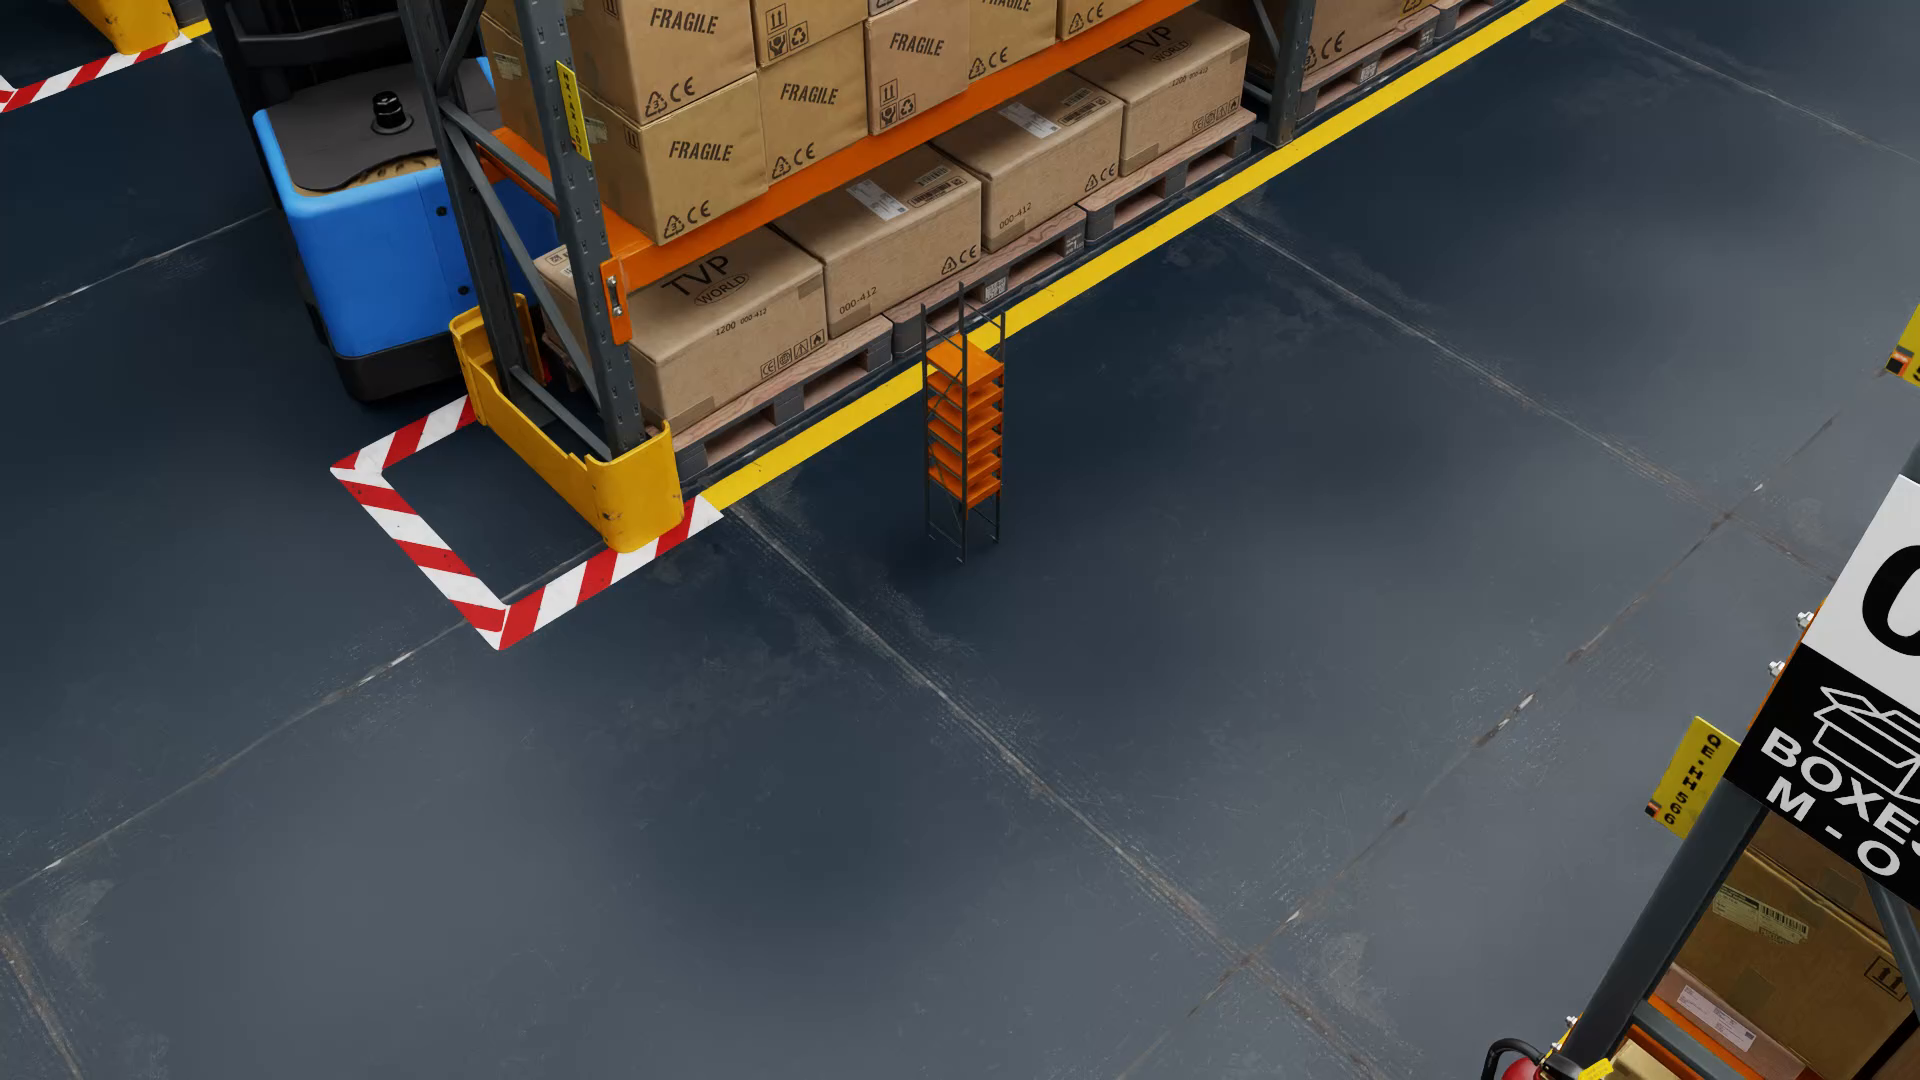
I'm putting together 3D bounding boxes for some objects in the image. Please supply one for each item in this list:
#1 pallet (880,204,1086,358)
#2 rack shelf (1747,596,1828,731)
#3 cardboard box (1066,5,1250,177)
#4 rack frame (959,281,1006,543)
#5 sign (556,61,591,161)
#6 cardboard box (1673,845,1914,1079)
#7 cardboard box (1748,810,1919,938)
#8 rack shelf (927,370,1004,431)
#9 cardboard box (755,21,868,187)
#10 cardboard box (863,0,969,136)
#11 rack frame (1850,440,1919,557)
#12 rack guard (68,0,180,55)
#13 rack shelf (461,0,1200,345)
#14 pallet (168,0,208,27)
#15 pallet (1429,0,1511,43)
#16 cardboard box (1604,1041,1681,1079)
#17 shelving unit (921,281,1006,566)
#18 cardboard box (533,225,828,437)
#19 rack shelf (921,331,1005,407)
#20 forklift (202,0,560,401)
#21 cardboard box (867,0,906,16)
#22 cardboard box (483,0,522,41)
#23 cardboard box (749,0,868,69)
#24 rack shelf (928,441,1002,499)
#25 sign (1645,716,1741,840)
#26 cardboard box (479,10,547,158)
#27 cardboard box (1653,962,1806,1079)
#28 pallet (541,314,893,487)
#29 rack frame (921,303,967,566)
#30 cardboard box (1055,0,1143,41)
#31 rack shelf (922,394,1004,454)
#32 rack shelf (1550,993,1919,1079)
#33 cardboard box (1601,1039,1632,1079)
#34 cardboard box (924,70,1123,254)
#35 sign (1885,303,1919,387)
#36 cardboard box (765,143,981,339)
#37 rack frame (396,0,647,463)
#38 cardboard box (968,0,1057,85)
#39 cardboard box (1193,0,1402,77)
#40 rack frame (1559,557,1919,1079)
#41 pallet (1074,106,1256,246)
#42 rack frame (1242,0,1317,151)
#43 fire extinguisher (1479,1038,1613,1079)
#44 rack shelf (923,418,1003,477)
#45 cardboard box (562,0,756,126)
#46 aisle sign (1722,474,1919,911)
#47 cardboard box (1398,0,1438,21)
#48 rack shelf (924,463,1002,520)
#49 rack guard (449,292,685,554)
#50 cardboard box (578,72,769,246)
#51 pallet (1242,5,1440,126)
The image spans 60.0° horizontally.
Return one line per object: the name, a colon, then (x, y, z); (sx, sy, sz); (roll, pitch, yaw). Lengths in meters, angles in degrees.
pallet: (-0.166, -1.449, 7.944); (1.213, 0.211, 1.003); (-34, 56, -27)
rack shelf: (3.277, -0.477, 3.598); (4.000, 0.370, 1.077); (-34, 56, -27)
cardboard box: (0.816, -2.356, 8.341); (0.875, 0.438, 0.875); (-35, 56, -28)
rack frame: (0.078, -0.459, 6.357); (0.006, 1.200, 0.240); (-34, 56, -27)
sign: (-1.238, -1.373, 5.333); (0.005, 0.325, 0.100); (-34, 56, -27)
cardboard box: (1.957, 0.788, 3.712); (0.500, 0.500, 0.500); (-33, 55, -26)
cardboard box: (1.969, 0.449, 3.344); (0.500, 0.500, 0.500); (-35, 56, -28)
rack shelf: (0.011, -0.547, 6.172); (0.180, 0.103, 0.258); (-34, 56, -27)
cardboard box: (-0.703, -1.737, 6.244); (0.500, 0.500, 0.500); (-35, 56, -28)
cardboard box: (-0.315, -1.979, 6.467); (0.500, 0.500, 0.500); (-34, 56, -27)
rack frame: (1.798, -0.750, 1.319); (0.127, 3.000, 1.000); (-34, 56, -27)
rack guard: (-4.893, -3.244, 9.403); (0.348, 0.500, 1.175); (-34, 56, -27)
rack shelf: (-0.127, -2.102, 7.138); (4.000, 0.370, 1.077); (-34, 56, -27)
pallet: (-4.304, -3.541, 9.874); (1.213, 0.211, 1.003); (-34, 56, -27)
pallet: (2.776, -3.418, 9.760); (1.213, 0.211, 1.003); (-34, 56, -27)
cardboard box: (2.019, 1.508, 4.567); (0.250, 0.149, 0.380); (-33, 55, -27)
shelving unit: (0.011, -0.414, 6.316); (0.189, 1.200, 0.258); (-34, 56, -27)
cardboard box: (-1.186, -1.011, 7.100); (0.875, 0.438, 0.875); (-36, 57, -28)
rack shelf: (0.011, -0.628, 6.084); (0.180, 0.103, 0.258); (-34, 56, -27)
forklift: (-2.820, -2.689, 7.237); (1.130, 2.935, 3.031); (-20, 50, -17)
cardboard box: (-0.307, -2.330, 6.111); (0.500, 0.500, 0.500); (-34, 56, -27)
cardboard box: (-1.411, -2.098, 5.896); (0.500, 0.500, 0.500); (-32, 55, -26)
cardboard box: (-0.683, -2.072, 5.872); (0.500, 0.500, 0.500); (-35, 56, -28)
rack shelf: (0.011, -0.303, 6.436); (0.180, 0.103, 0.258); (-34, 56, -27)
sign: (1.439, 0.473, 3.269); (0.005, 0.325, 0.100); (-34, 56, -27)
cardboard box: (-1.428, -1.773, 6.277); (0.500, 0.500, 0.500); (-33, 56, -27)
cardboard box: (1.849, 1.055, 3.906); (0.250, 0.149, 0.380); (-34, 56, -27)
pallet: (-1.068, -0.849, 7.390); (1.213, 0.211, 1.003); (-34, 56, -27)
rack frame: (-0.057, -0.369, 6.274); (0.006, 1.200, 0.240); (-34, 56, -27)
cardboard box: (0.442, -2.486, 6.935); (0.500, 0.500, 0.500); (-35, 56, -28)
rack shelf: (0.011, -0.465, 6.260); (0.180, 0.103, 0.258); (-34, 56, -27)
rack shelf: (3.277, 0.540, 4.700); (4.000, 0.370, 1.077); (-34, 56, -27)
cardboard box: (1.996, 1.592, 4.692); (0.250, 0.149, 0.380); (-35, 56, -28)
cardboard box: (0.154, -1.913, 7.932); (0.875, 0.438, 0.875); (-35, 56, -28)
sign: (1.439, -0.344, 2.383); (0.005, 0.325, 0.100); (-34, 56, -27)
cardboard box: (-0.515, -1.468, 7.521); (0.875, 0.438, 0.875); (-32, 55, -26)
rack frame: (-1.607, -1.357, 5.961); (0.127, 3.000, 1.000); (-34, 56, -27)
cardboard box: (0.044, -2.236, 6.704); (0.500, 0.500, 0.500); (-32, 55, -26)
cardboard box: (1.757, -3.107, 8.735); (0.875, 0.875, 0.875); (-32, 55, -26)
rack frame: (1.798, 1.285, 3.524); (0.127, 3.000, 1.000); (-34, 56, -27)
pallet: (0.737, -2.056, 8.503); (1.213, 0.211, 1.003); (-34, 56, -27)
rack frame: (1.352, -3.335, 7.786); (0.127, 3.000, 1.000); (-34, 56, -27)
fire extinguisher: (1.301, 1.311, 3.806); (0.183, 0.674, 0.296); (-34, 56, -27)
rack shelf: (0.011, -0.384, 6.348); (0.180, 0.103, 0.258); (-34, 56, -27)
cardboard box: (-1.060, -1.812, 5.633); (0.500, 0.500, 0.500); (-35, 56, -28)
aisle sign: (1.542, 0.276, 2.685); (0.004, 0.787, 0.394); (-34, 56, -27)
cardboard box: (2.420, -3.557, 9.151); (0.875, 0.875, 0.875); (-32, 55, -26)
rack shelf: (0.011, -0.221, 6.525); (0.180, 0.103, 0.258); (-34, 56, -27)
rack guard: (-1.625, -0.497, 6.869); (0.348, 0.500, 1.175); (-34, 56, -27)
cardboard box: (-1.059, -1.472, 5.999); (0.500, 0.500, 0.500); (-34, 56, -27)
pallet: (1.873, -2.811, 9.200); (1.213, 0.211, 1.003); (-34, 56, -27)
